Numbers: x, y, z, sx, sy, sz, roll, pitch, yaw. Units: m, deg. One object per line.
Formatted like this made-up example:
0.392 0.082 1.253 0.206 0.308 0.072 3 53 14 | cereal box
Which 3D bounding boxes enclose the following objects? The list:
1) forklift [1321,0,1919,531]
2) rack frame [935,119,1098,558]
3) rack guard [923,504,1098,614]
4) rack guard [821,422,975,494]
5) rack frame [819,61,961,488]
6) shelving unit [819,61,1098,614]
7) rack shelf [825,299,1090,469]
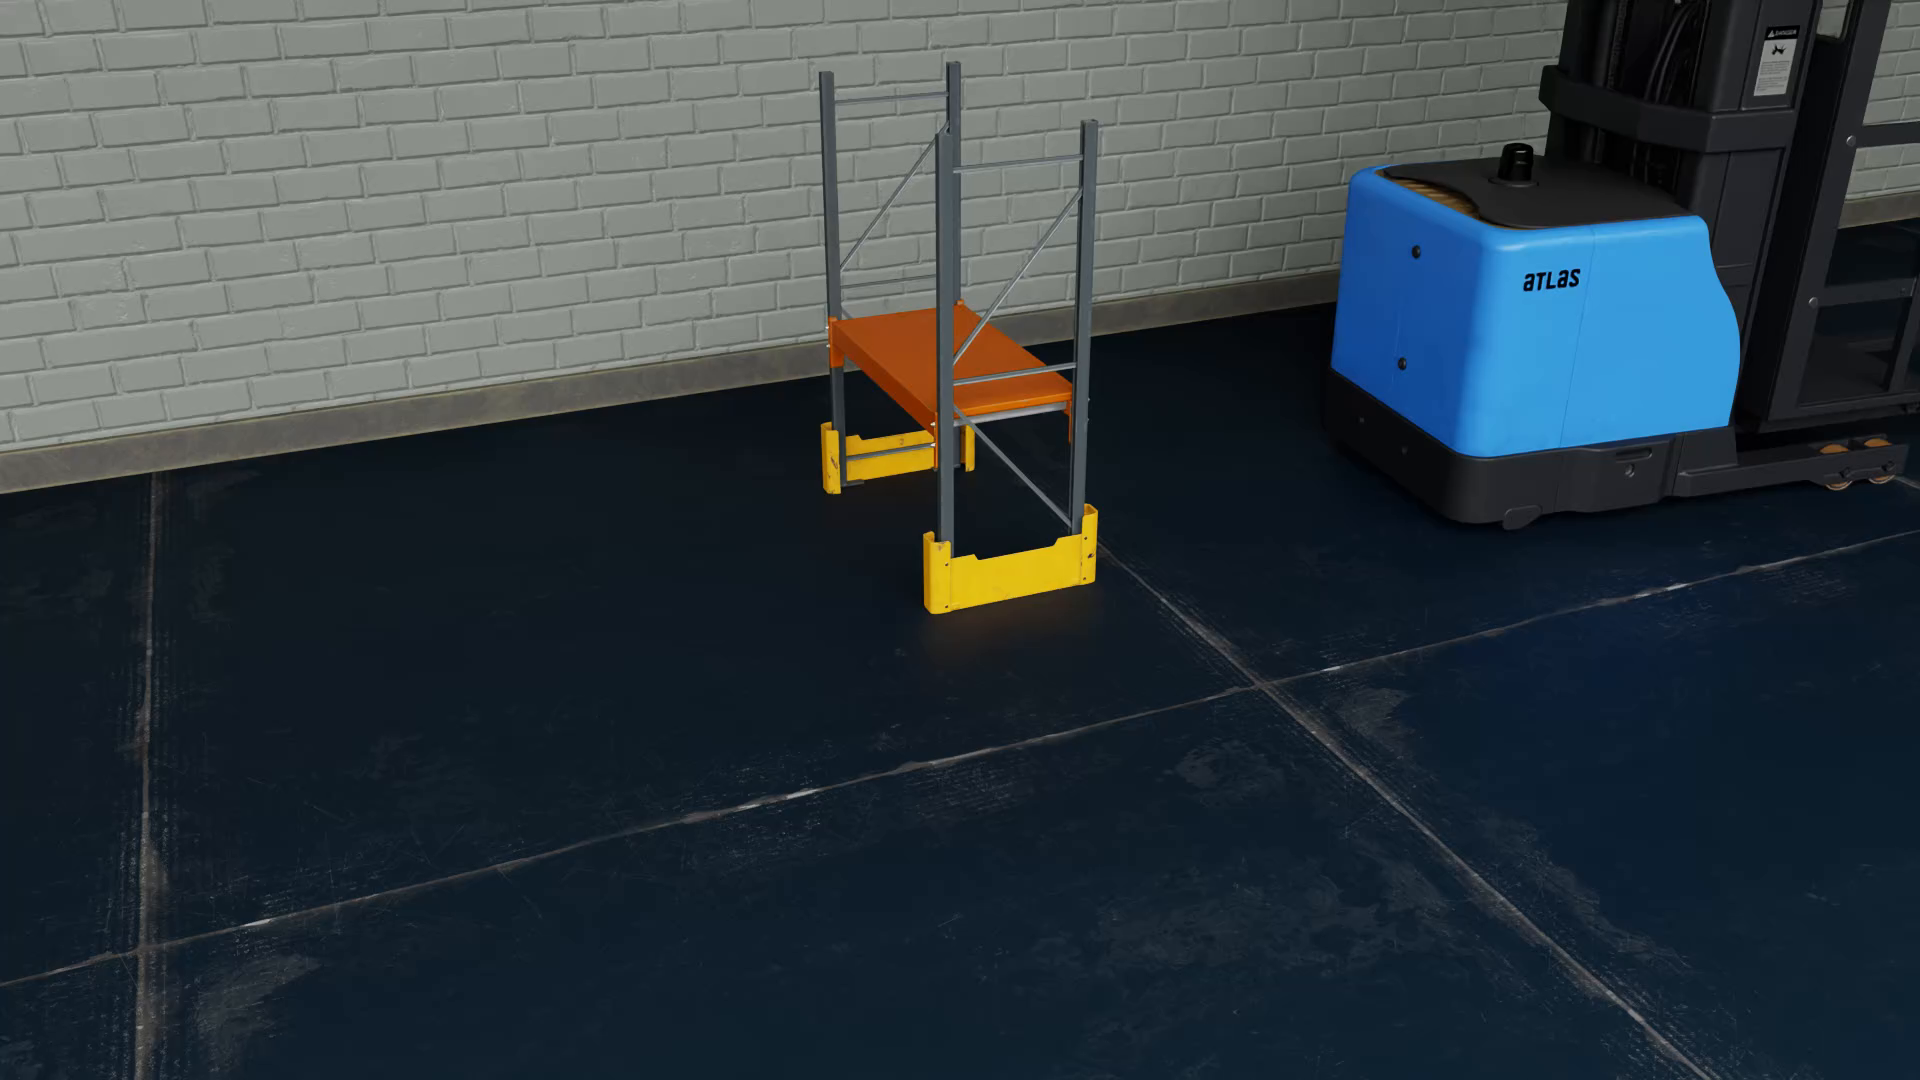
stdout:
2.989 -1.712 5.917 3.031 2.935 1.130 -8 27 -15 | forklift
0.166 -0.503 5.071 0.500 1.500 0.032 -11 28 -21 | rack frame
0.165 0.058 5.346 0.587 0.250 0.087 -11 28 -21 | rack guard
-0.225 -0.344 6.170 0.587 0.250 0.087 -11 28 -21 | rack guard
-0.232 -0.914 5.912 0.500 1.500 0.032 -11 28 -21 | rack frame
-0.030 -0.705 5.484 0.587 1.500 1.083 -11 28 -21 | shelving unit
-0.033 -0.547 5.570 0.538 0.185 1.000 -11 28 -21 | rack shelf
